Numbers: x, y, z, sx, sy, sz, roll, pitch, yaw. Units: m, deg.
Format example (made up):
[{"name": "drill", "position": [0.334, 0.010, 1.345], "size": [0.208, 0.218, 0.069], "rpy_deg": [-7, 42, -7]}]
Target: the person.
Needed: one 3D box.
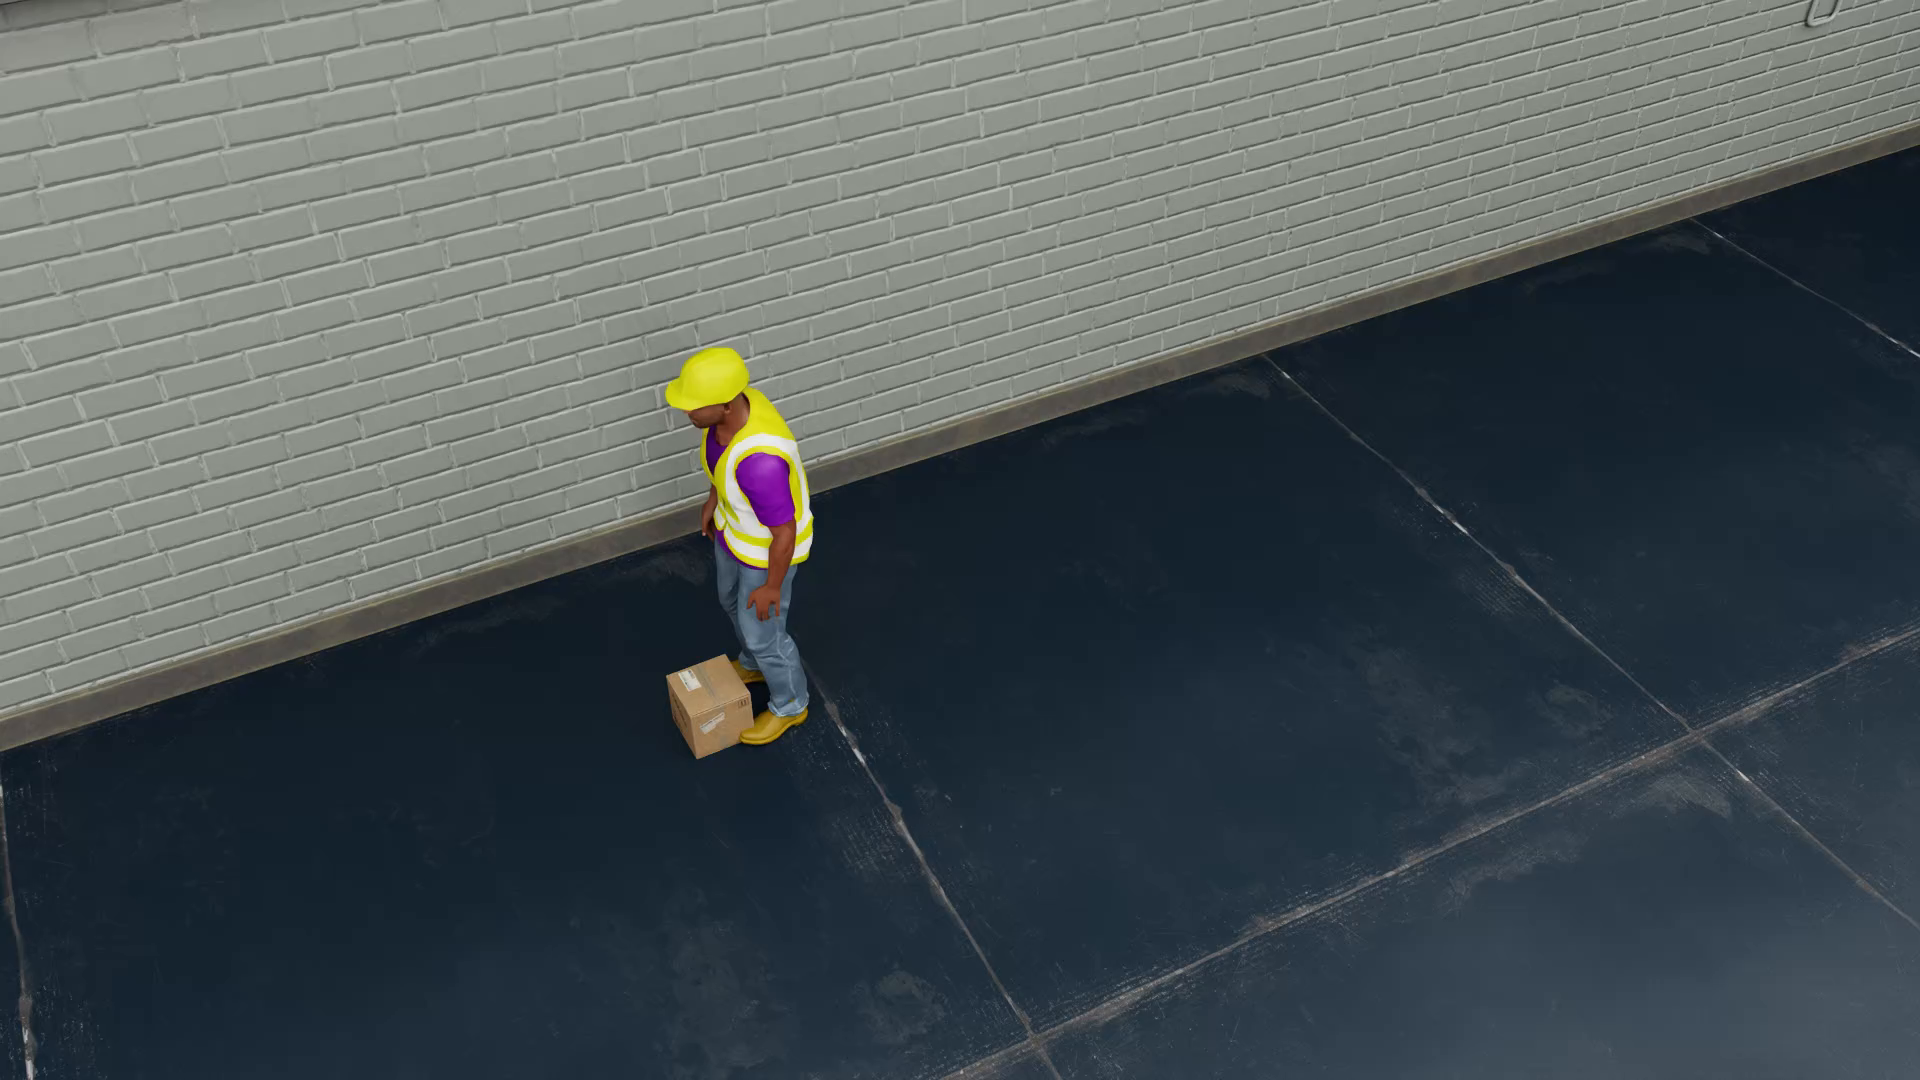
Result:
[{"name": "person", "position": [-0.786, 0.008, 6.135], "size": [0.456, 1.761, 0.627], "rpy_deg": [-19, 44, -20]}]
